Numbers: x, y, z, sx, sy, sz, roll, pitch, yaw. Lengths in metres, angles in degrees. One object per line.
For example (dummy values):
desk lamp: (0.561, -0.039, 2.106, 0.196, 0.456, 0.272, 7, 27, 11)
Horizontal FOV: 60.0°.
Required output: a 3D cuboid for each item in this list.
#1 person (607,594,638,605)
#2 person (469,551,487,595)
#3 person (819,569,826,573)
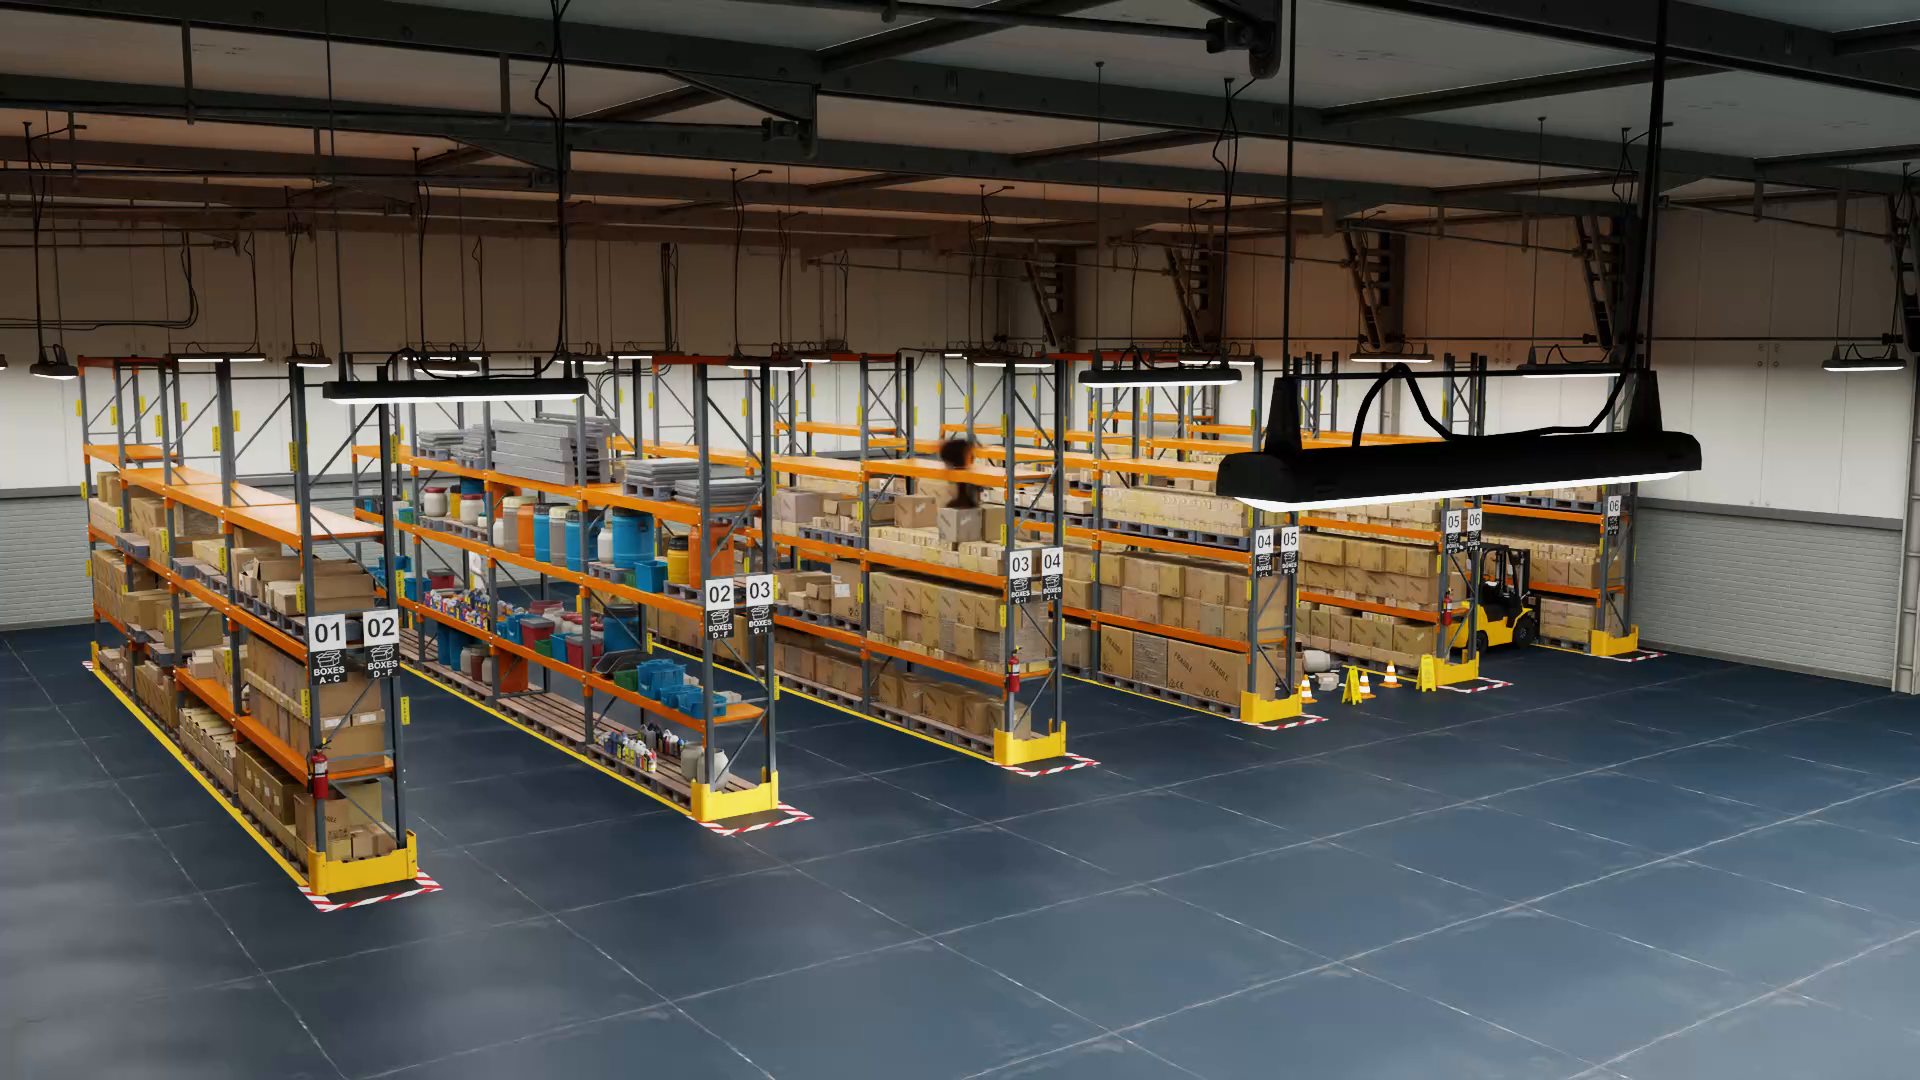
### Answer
person: (-6.636, 1.506, 33.014, 0.565, 1.624, 0.607, -5, 9, -37)
person: (-11.153, 0.885, 37.984, 0.792, 1.727, 0.751, -2, 7, -19)
person: (-3.117, 1.262, 36.273, 0.544, 1.389, 1.048, -2, 7, -16)
